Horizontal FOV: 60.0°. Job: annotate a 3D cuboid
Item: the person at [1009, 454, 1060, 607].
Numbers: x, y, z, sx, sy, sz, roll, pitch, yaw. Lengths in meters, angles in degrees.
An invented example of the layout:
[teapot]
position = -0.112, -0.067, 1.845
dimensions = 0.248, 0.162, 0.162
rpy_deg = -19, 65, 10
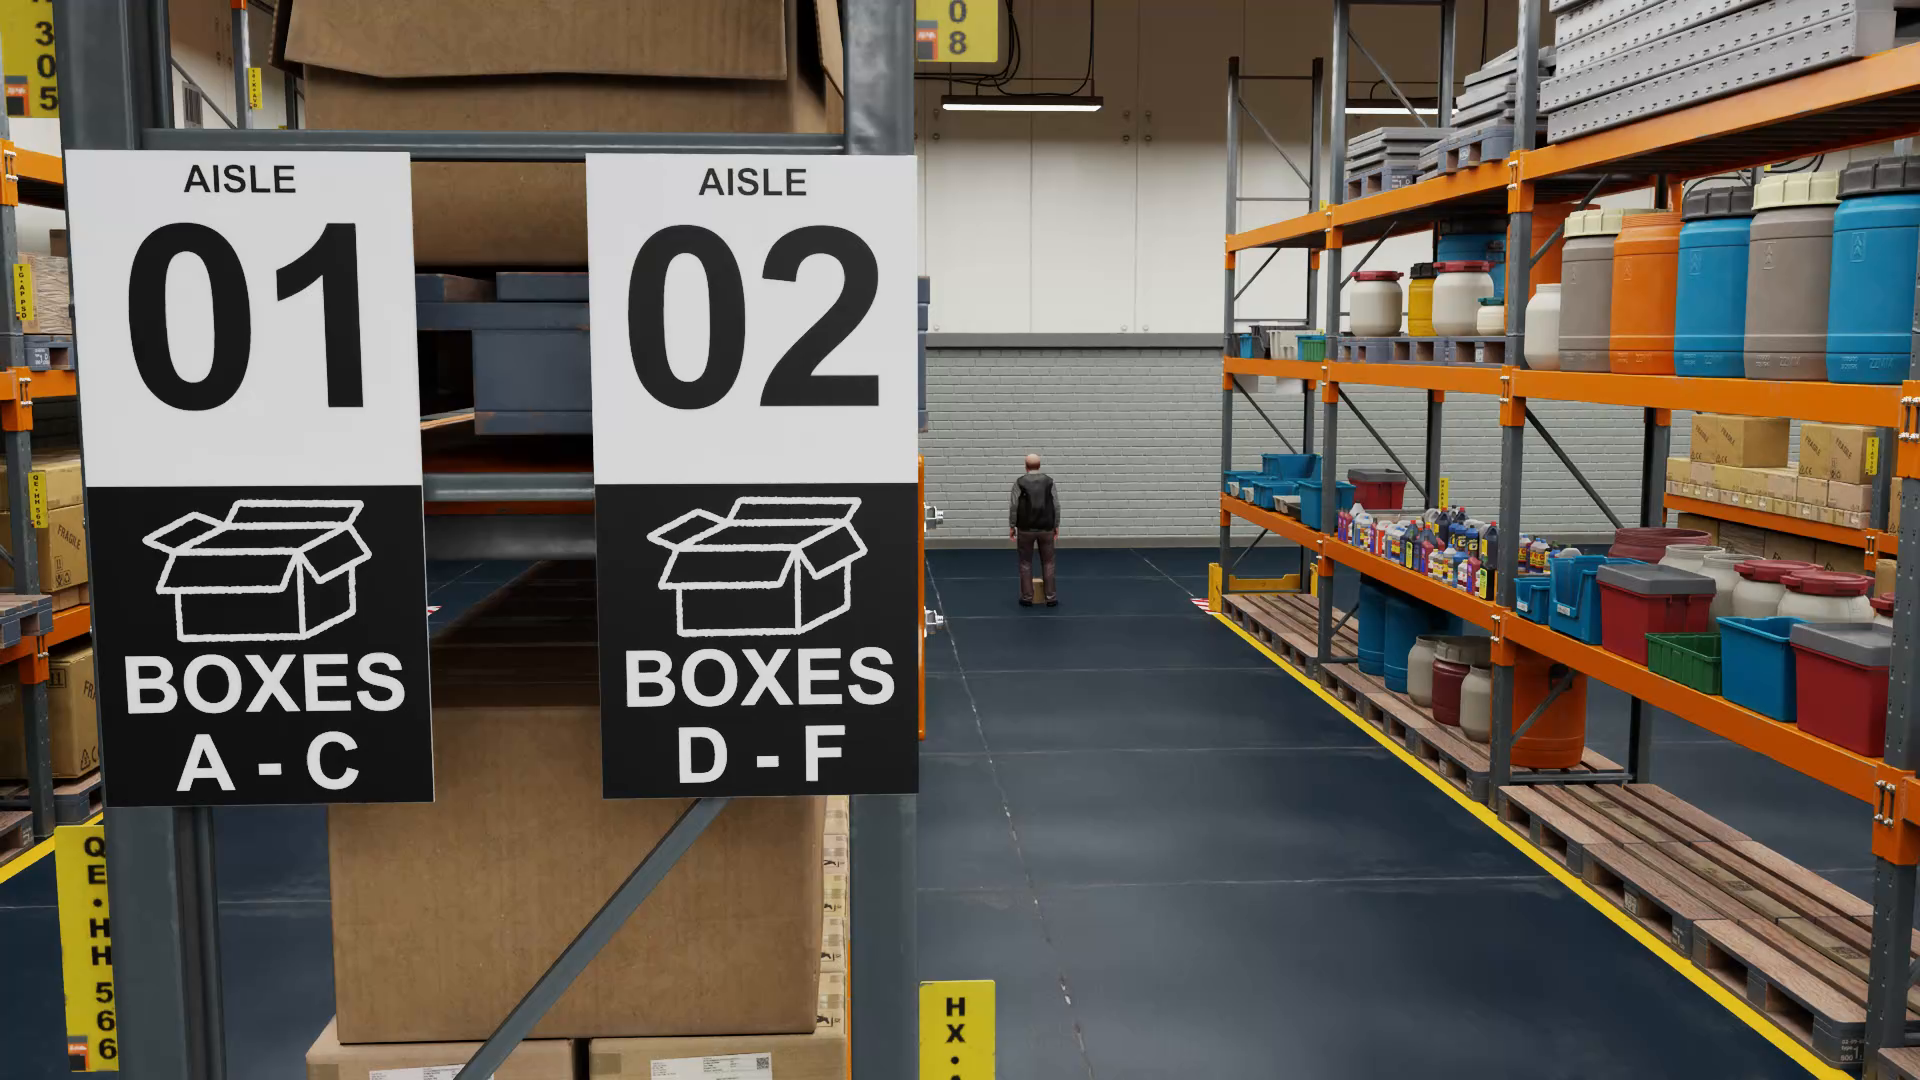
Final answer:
[person]
position = 0.842, -0.111, 18.775
dimensions = 0.594, 1.721, 0.469
rpy_deg = -1, 7, -7
